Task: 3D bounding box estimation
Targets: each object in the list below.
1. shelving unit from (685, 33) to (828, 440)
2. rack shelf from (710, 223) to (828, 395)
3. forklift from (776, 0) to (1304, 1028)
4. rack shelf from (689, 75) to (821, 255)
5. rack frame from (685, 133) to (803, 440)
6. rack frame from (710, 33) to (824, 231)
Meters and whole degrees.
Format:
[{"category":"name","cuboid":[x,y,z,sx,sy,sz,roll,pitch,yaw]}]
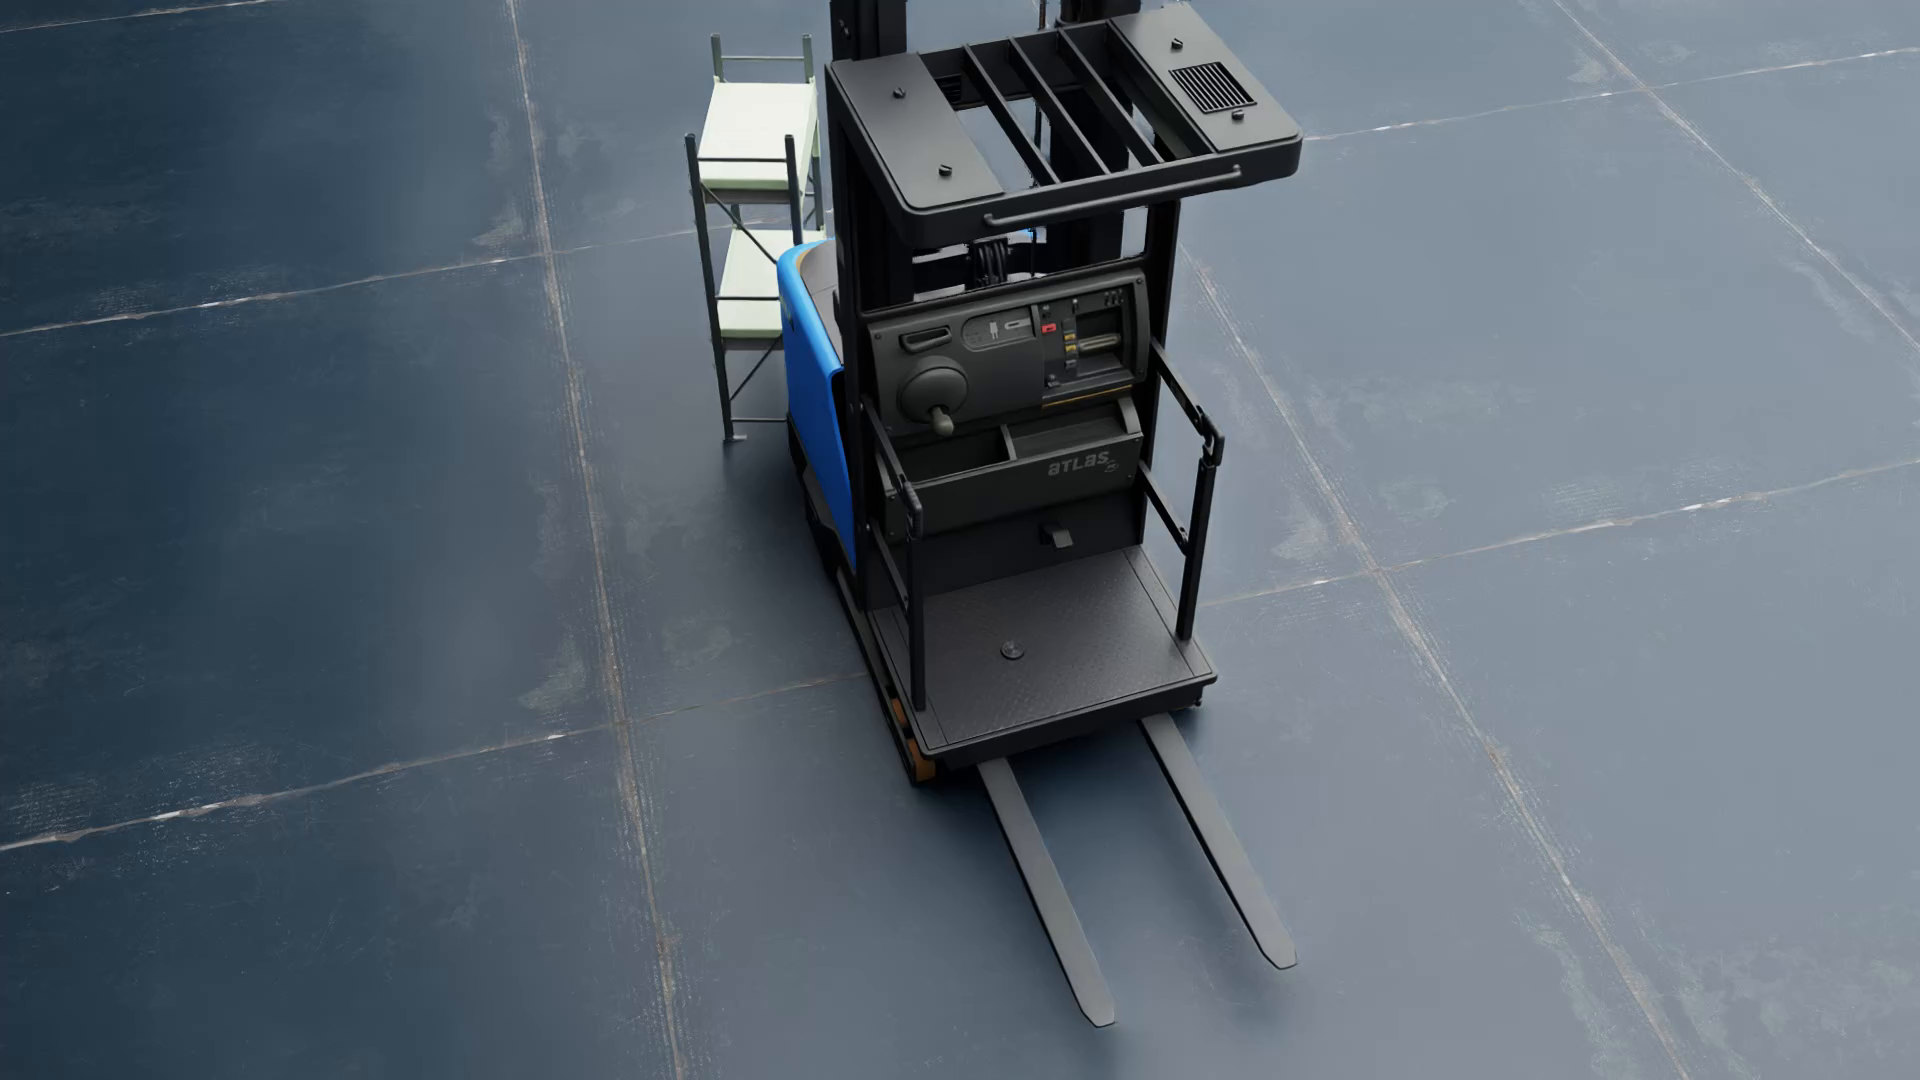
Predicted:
[{"category":"shelving unit","cuboid":[-0.802,-1.222,6.898,0.431,1.500,0.755,1,46,1]},{"category":"rack shelf","cuboid":[-0.802,-0.994,7.131,0.431,0.370,0.720,1,46,1]},{"category":"forklift","cuboid":[0.240,-0.502,5.190,1.130,2.935,3.031,-14,47,-13]},{"category":"rack shelf","cuboid":[-0.802,-1.495,6.619,0.431,0.370,0.720,1,46,1]},{"category":"rack frame","cuboid":[-0.810,-0.961,6.642,0.400,1.500,0.023,1,46,1]},{"category":"rack frame","cuboid":[-0.793,-1.484,7.154,0.400,1.500,0.023,1,46,1]}]
